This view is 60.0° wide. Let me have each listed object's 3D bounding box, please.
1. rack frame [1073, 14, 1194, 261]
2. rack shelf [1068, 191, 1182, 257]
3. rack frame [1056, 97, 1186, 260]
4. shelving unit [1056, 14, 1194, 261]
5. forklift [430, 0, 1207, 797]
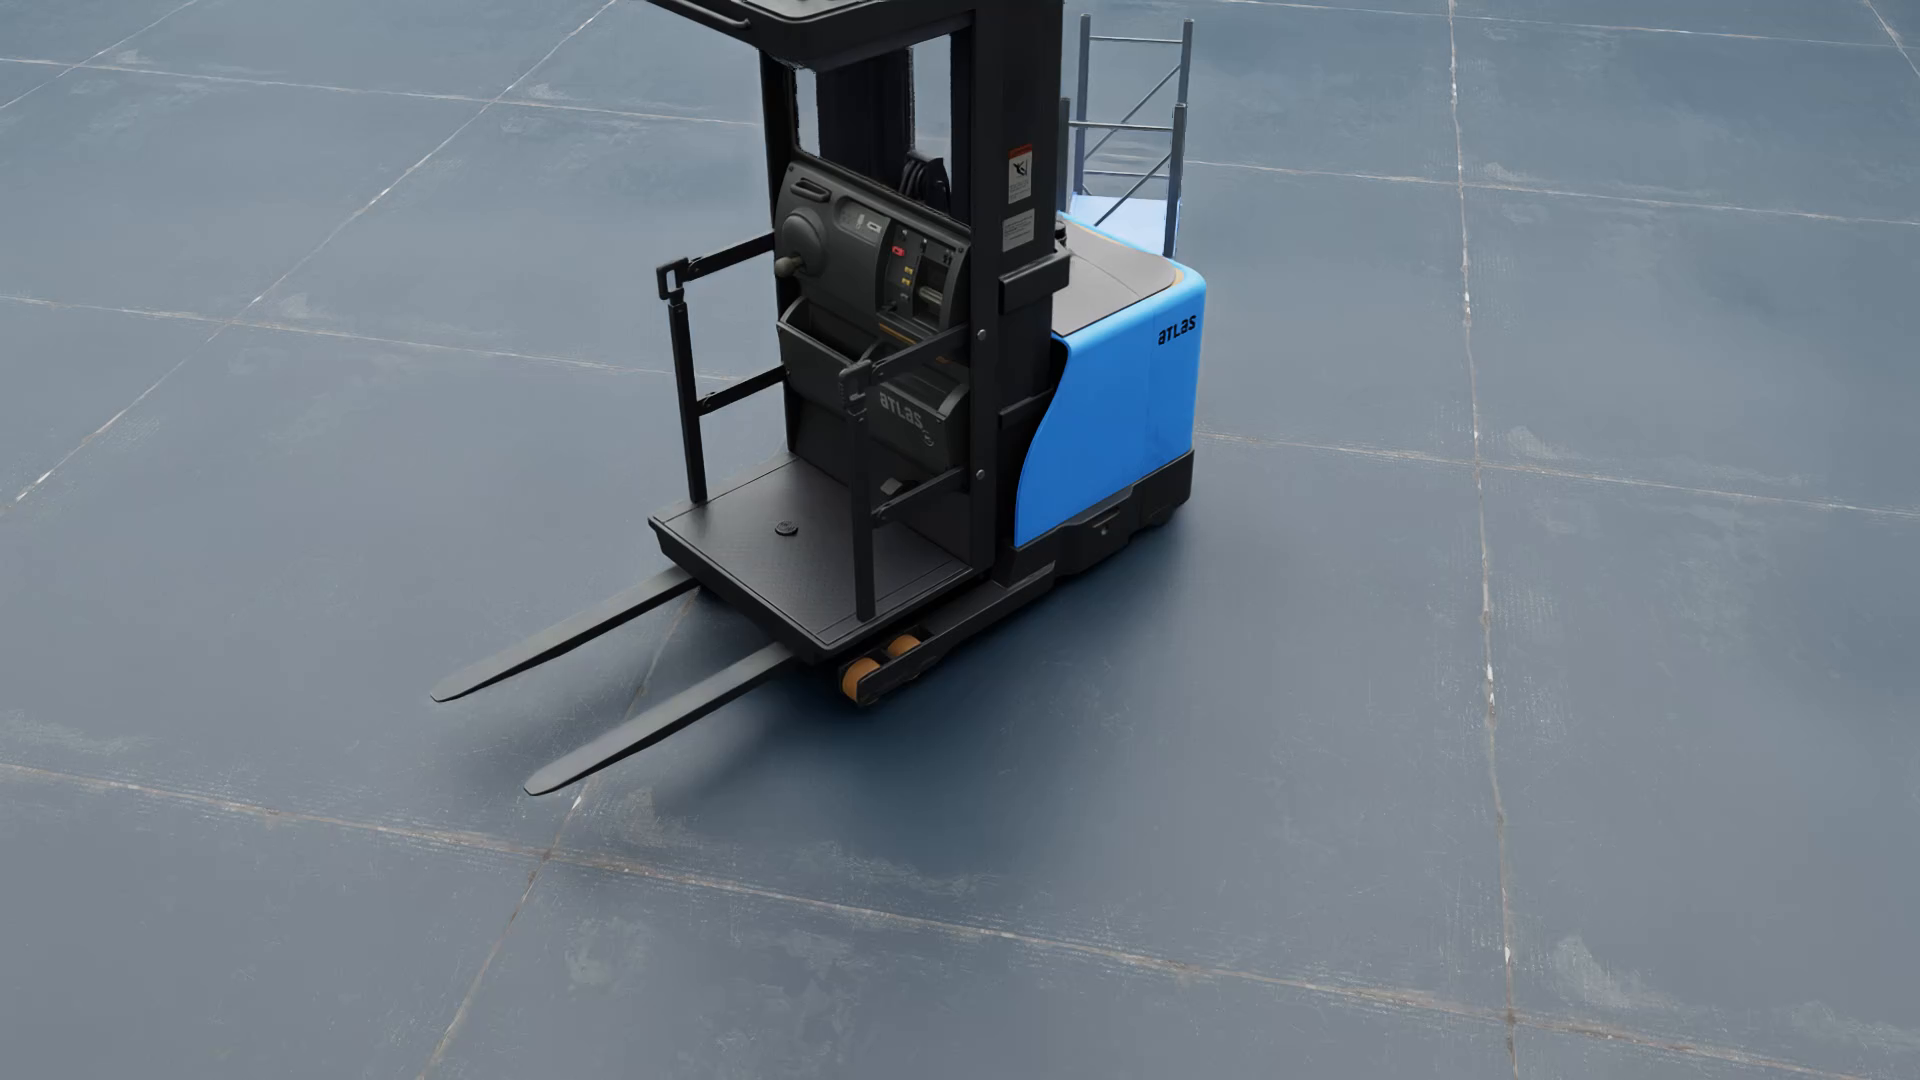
[{"bbox_3d":[0.789,-1.719,7.844,0.500,1.500,0.032,5,36,7],"label":"rack frame"},{"bbox_3d":[0.715,-1.278,7.542,0.538,0.185,1.000,5,36,7],"label":"rack shelf"},{"bbox_3d":[0.642,-1.129,7.029,0.500,1.500,0.032,5,36,7],"label":"rack frame"},{"bbox_3d":[0.715,-1.424,7.437,0.538,1.500,1.048,5,36,7],"label":"shelving unit"},{"bbox_3d":[-0.468,-0.944,5.555,3.031,2.935,1.130,-29,45,-33],"label":"forklift"}]
